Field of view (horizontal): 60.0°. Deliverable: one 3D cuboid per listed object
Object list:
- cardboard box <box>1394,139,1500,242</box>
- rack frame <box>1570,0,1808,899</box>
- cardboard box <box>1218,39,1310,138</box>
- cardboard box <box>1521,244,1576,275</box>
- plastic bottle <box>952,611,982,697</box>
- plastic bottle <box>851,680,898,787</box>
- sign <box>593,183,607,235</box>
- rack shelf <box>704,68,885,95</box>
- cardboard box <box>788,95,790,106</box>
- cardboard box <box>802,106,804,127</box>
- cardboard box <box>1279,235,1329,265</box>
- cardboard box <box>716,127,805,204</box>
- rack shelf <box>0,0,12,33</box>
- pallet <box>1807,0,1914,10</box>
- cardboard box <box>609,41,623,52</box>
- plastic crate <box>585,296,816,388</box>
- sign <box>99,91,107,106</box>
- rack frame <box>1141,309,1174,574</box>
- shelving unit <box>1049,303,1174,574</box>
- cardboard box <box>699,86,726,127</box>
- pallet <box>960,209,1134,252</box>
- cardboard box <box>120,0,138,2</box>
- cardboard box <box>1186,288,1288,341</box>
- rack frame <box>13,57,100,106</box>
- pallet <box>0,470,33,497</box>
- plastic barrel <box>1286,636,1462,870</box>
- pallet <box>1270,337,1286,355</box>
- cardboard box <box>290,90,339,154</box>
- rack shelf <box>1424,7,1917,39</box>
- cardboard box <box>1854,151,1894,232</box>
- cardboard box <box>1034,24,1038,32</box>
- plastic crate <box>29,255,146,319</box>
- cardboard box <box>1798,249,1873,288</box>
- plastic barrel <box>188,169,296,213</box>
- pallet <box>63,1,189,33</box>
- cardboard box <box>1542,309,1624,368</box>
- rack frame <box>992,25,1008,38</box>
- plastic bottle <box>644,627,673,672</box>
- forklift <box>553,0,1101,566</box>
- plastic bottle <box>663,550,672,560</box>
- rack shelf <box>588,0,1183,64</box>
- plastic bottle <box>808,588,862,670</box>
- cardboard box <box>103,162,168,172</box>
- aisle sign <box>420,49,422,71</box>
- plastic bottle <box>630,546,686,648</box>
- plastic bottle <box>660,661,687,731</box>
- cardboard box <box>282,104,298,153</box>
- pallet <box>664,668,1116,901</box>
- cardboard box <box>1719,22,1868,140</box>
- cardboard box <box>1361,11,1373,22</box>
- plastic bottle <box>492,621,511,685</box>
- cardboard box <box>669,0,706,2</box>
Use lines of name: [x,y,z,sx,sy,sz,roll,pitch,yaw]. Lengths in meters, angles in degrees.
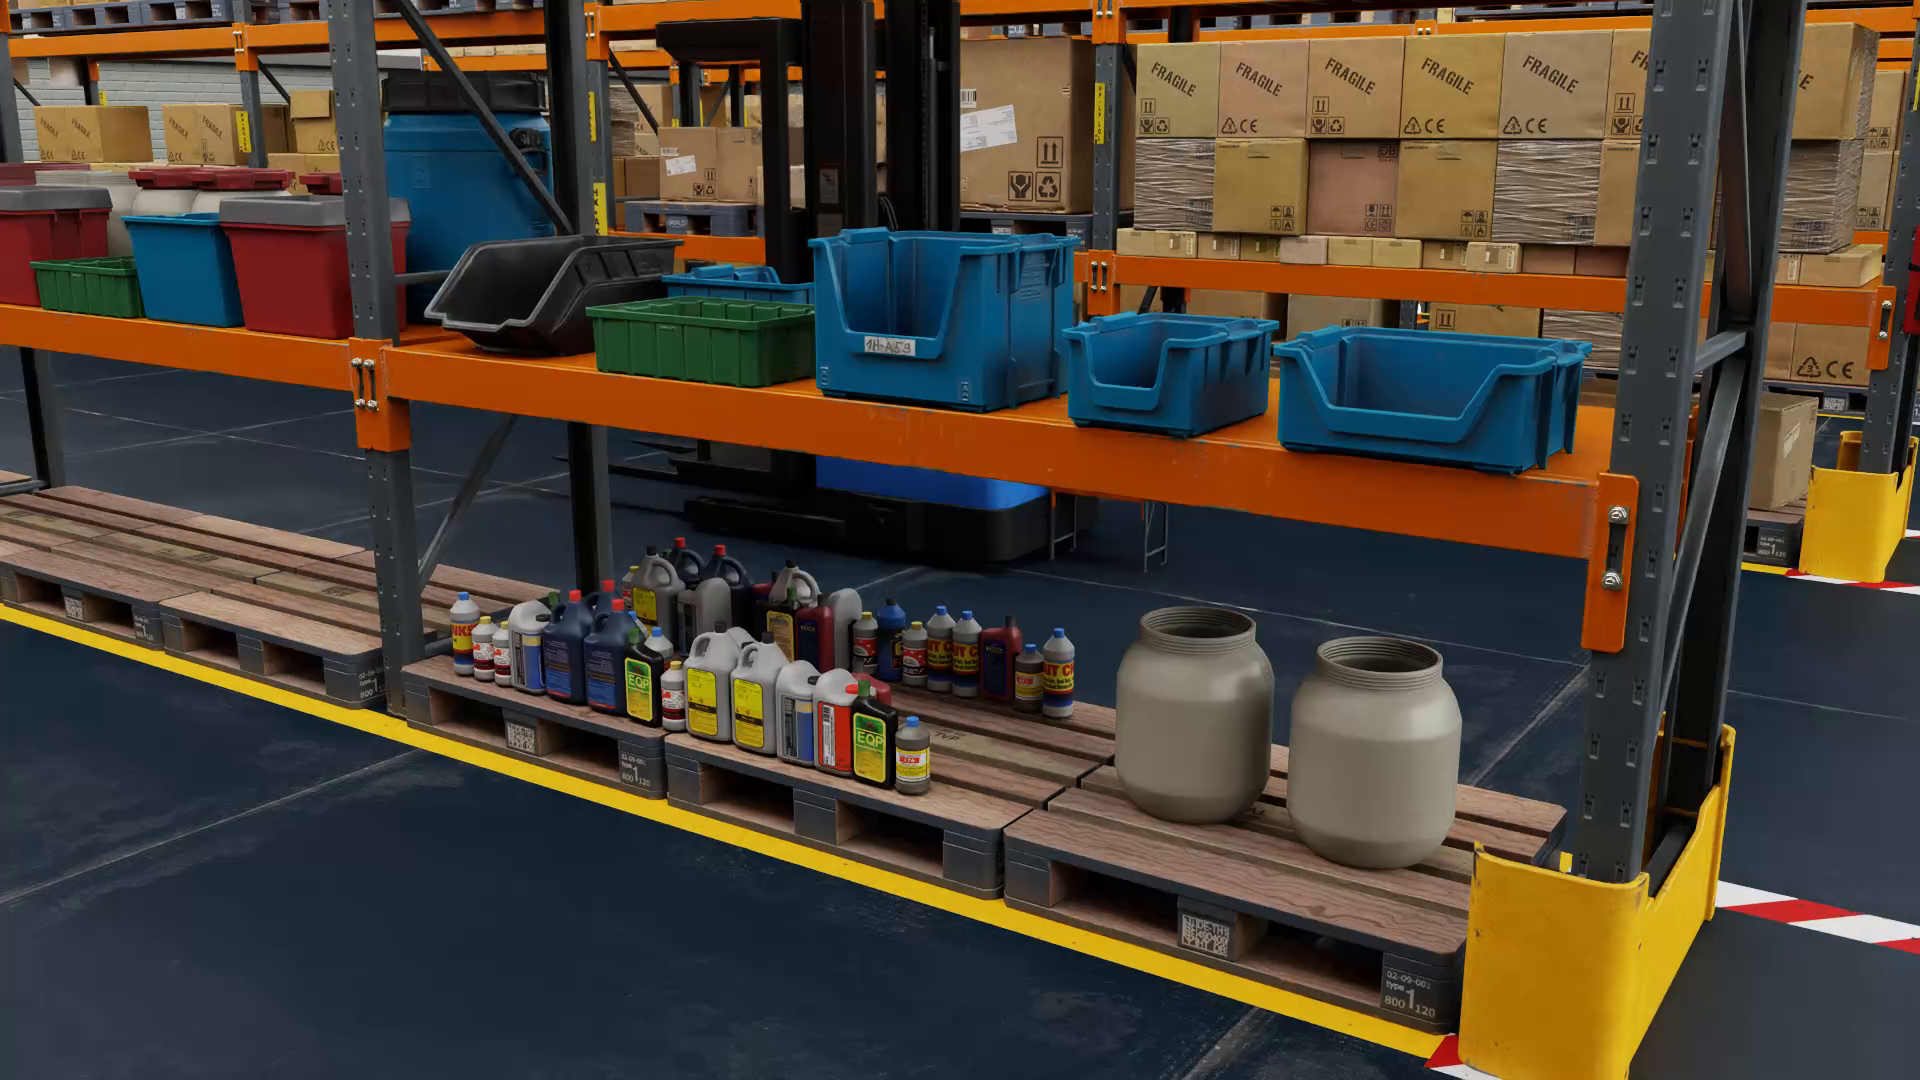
cardboard box: [2.680,-1.844,8.703,0.500,0.500,0.875,9,17,33]
rack frame: [1.638,-0.396,3.681,0.127,3.000,1.000,9,17,33]
cardboard box: [1.730,-2.421,8.951,0.500,0.500,0.500,9,17,33]
cardboard box: [3.004,-1.423,8.353,0.250,0.149,0.380,9,17,33]
plastic bottle: [0.023,0.363,5.375,0.097,0.271,0.097,0,14,0]
plastic bottle: [-0.238,0.538,4.645,0.133,0.283,0.061,10,17,34]
sign: [-1.365,-1.175,6.252,0.005,0.325,0.100,9,17,33]
rack shelf: [-1.684,-6.344,22.963,4.000,0.370,1.077,9,17,33]
cardboard box: [-2.319,-6.116,23.150,0.250,0.149,0.380,9,17,33]
cardboard box: [-1.826,-5.716,22.883,0.500,0.500,0.500,9,17,33]
cardboard box: [1.914,-1.572,8.954,0.250,0.149,0.380,9,17,33]
cardboard box: [-1.247,-2.590,11.460,0.500,0.500,0.700,12,19,41]
rack shelf: [-3.341,-2.308,6.658,4.000,0.370,1.077,9,17,33]
pallet: [6.633,-3.870,11.655,1.213,0.211,1.003,9,17,33]
cardboard box: [-3.669,-5.433,18.098,0.500,0.250,0.500,9,17,33]
plastic crate: [-0.712,-0.591,4.911,0.662,0.188,0.450,9,17,33]
sign: [-8.560,-4.313,16.601,0.005,0.325,0.100,9,17,33]
rack frame: [0.908,-0.449,7.638,0.015,1.200,0.240,9,16,31]
shelving unit: [0.701,-0.480,7.764,0.503,1.200,0.258,9,16,31]
cardboard box: [-2.942,-4.756,18.385,0.500,0.500,0.500,10,17,34]
pallet: [0.530,-1.959,10.392,1.213,0.211,1.003,9,17,33]
cardboard box: [-7.036,-5.014,14.805,0.500,0.500,0.700,10,17,35]
cardboard box: [2.571,-2.203,14.787,0.750,0.750,1.050,9,17,33]
rack frame: [-8.874,-3.529,16.339,0.127,3.000,1.000,9,17,33]
pallet: [-5.678,-0.213,8.744,1.213,0.211,1.003,9,17,33]
plastic barrel: [1.049,0.535,4.225,0.421,0.512,0.421,0,14,0]
pallet: [3.253,-1.630,14.470,1.213,0.211,1.003,9,17,33]
cardboard box: [-5.021,-3.444,13.700,0.637,0.503,0.797,9,16,31]
rack shelf: [5.594,-3.734,12.420,4.000,0.370,1.077,9,17,33]
cardboard box: [6.452,-2.542,12.038,0.550,0.550,0.875,9,17,33]
cardboard box: [0.824,-6.509,21.445,0.500,0.311,0.500,9,17,33]
plastic crate: [-3.284,-1.007,6.590,0.662,0.188,0.450,9,17,33]
cardboard box: [4.050,-1.259,7.689,0.250,0.149,0.380,9,17,33]
plastic barrel: [-2.962,-1.269,6.924,0.433,0.535,0.433,0,14,0]
pallet: [-7.236,-4.682,14.935,1.213,0.211,1.003,9,17,33]
cardboard box: [5.168,-1.850,13.100,0.875,0.875,0.875,9,17,33]
rack frame: [0.616,-3.432,15.945,0.127,3.000,1.000,9,17,33]
plastic bottle: [-0.944,0.407,5.200,0.097,0.271,0.097,0,14,0]
forklift: [-0.813,-1.545,8.464,3.031,2.935,1.130,9,16,31]
plastic bottle: [-1.098,0.171,6.127,0.133,0.283,0.061,10,17,36]
rack shelf: [-0.577,-3.295,10.647,4.000,0.370,1.077,9,17,33]
plastic bottle: [-0.426,0.297,5.636,0.135,0.276,0.152,10,17,34]
cardboard box: [-7.341,-3.277,15.014,0.500,0.250,0.500,9,16,32]
aisle sign: [-6.250,-5.717,19.764,0.004,0.787,0.394,9,17,33]
plastic bottle: [-1.067,0.197,5.881,0.185,0.351,0.144,9,17,33]
plastic bottle: [-0.865,0.471,5.086,0.097,0.201,0.097,0,14,0]
cardboard box: [-5.810,-3.544,14.529,0.500,0.500,0.500,9,17,33]
pallet: [-0.131,0.683,5.126,1.213,0.211,1.003,9,17,33]
cardboard box: [3.808,-2.086,7.602,0.500,0.500,0.500,9,17,33]
cardboard box: [4.576,-5.740,18.810,0.637,0.503,0.797,9,17,33]
plastic bottle: [-1.493,0.370,5.496,0.097,0.201,0.097,0,14,0]
cardboard box: [-1.563,-3.657,10.924,0.500,0.250,0.500,10,17,34]
